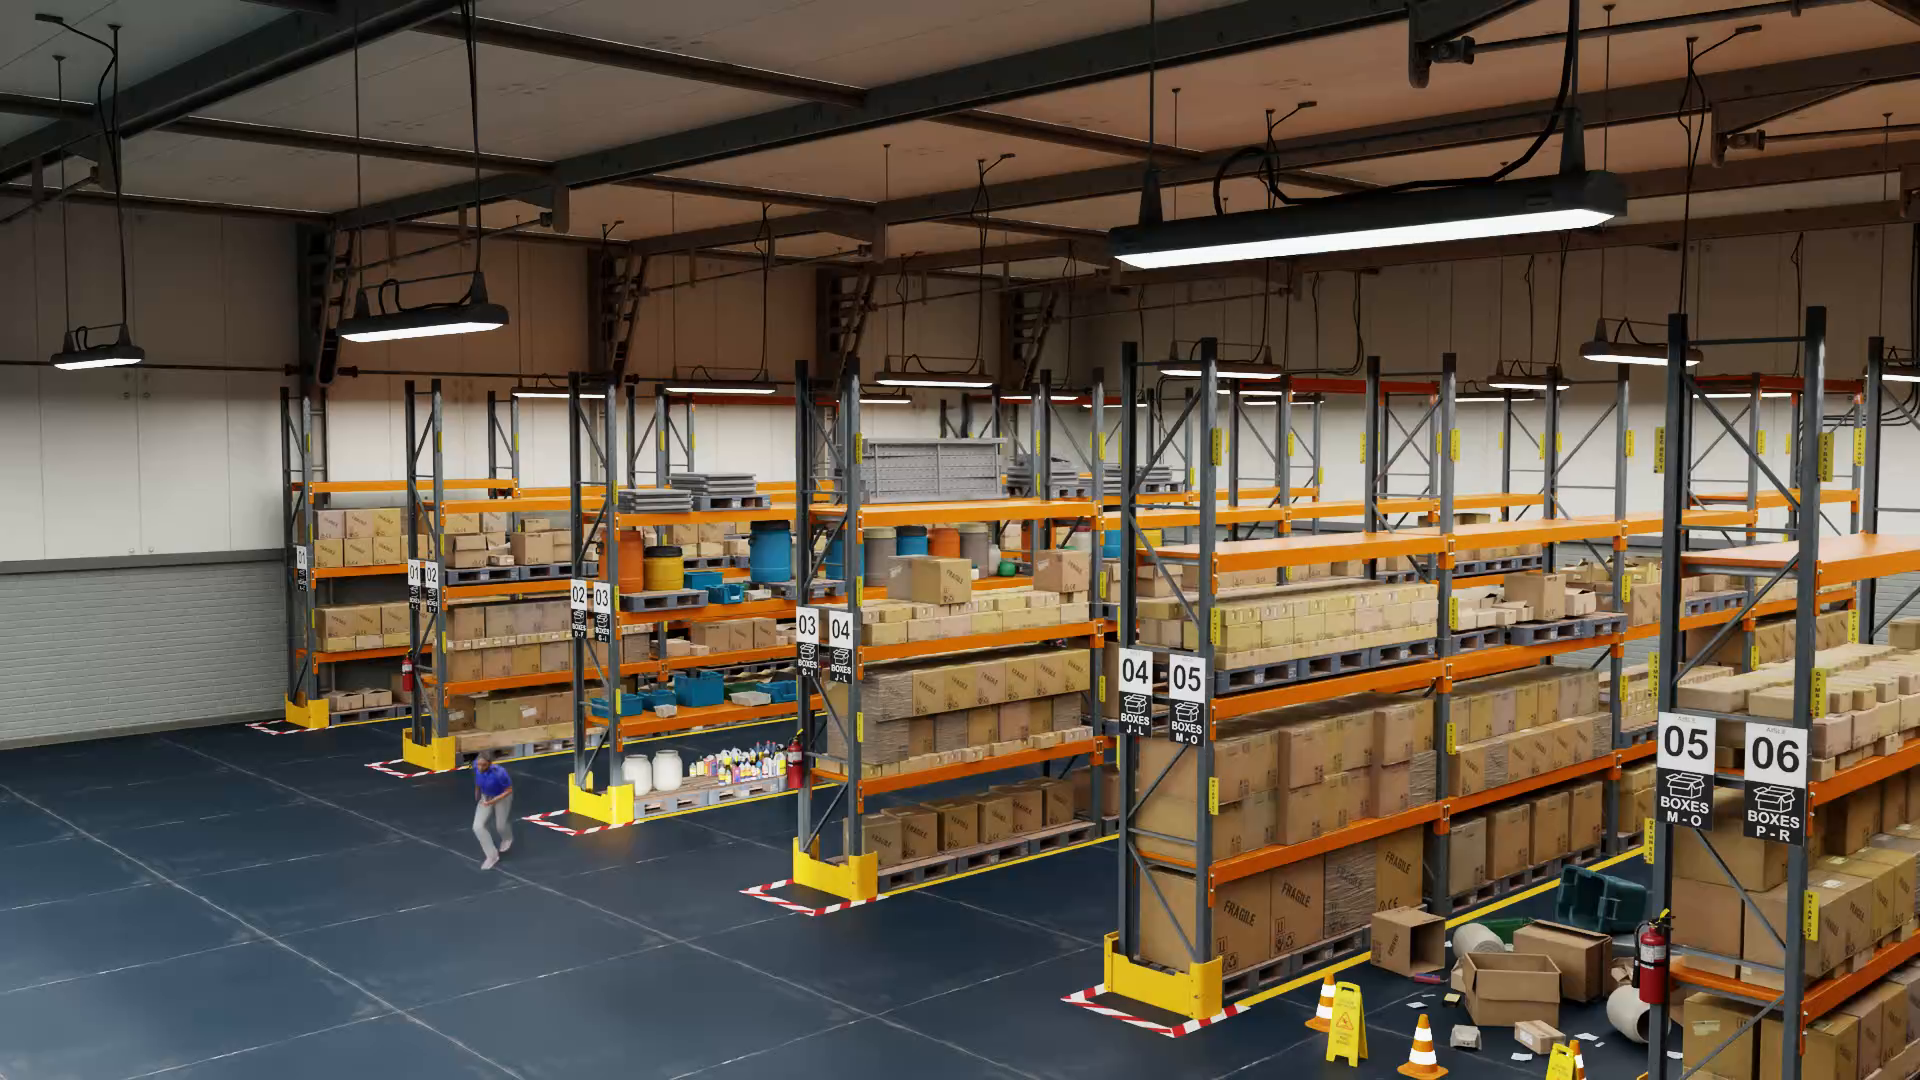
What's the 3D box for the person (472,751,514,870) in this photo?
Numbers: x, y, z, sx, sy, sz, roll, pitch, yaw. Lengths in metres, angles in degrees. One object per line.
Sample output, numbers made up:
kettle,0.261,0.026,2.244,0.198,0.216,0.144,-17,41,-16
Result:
person,-5.577,3.188,20.061,0.572,1.459,1.067,1,4,8
